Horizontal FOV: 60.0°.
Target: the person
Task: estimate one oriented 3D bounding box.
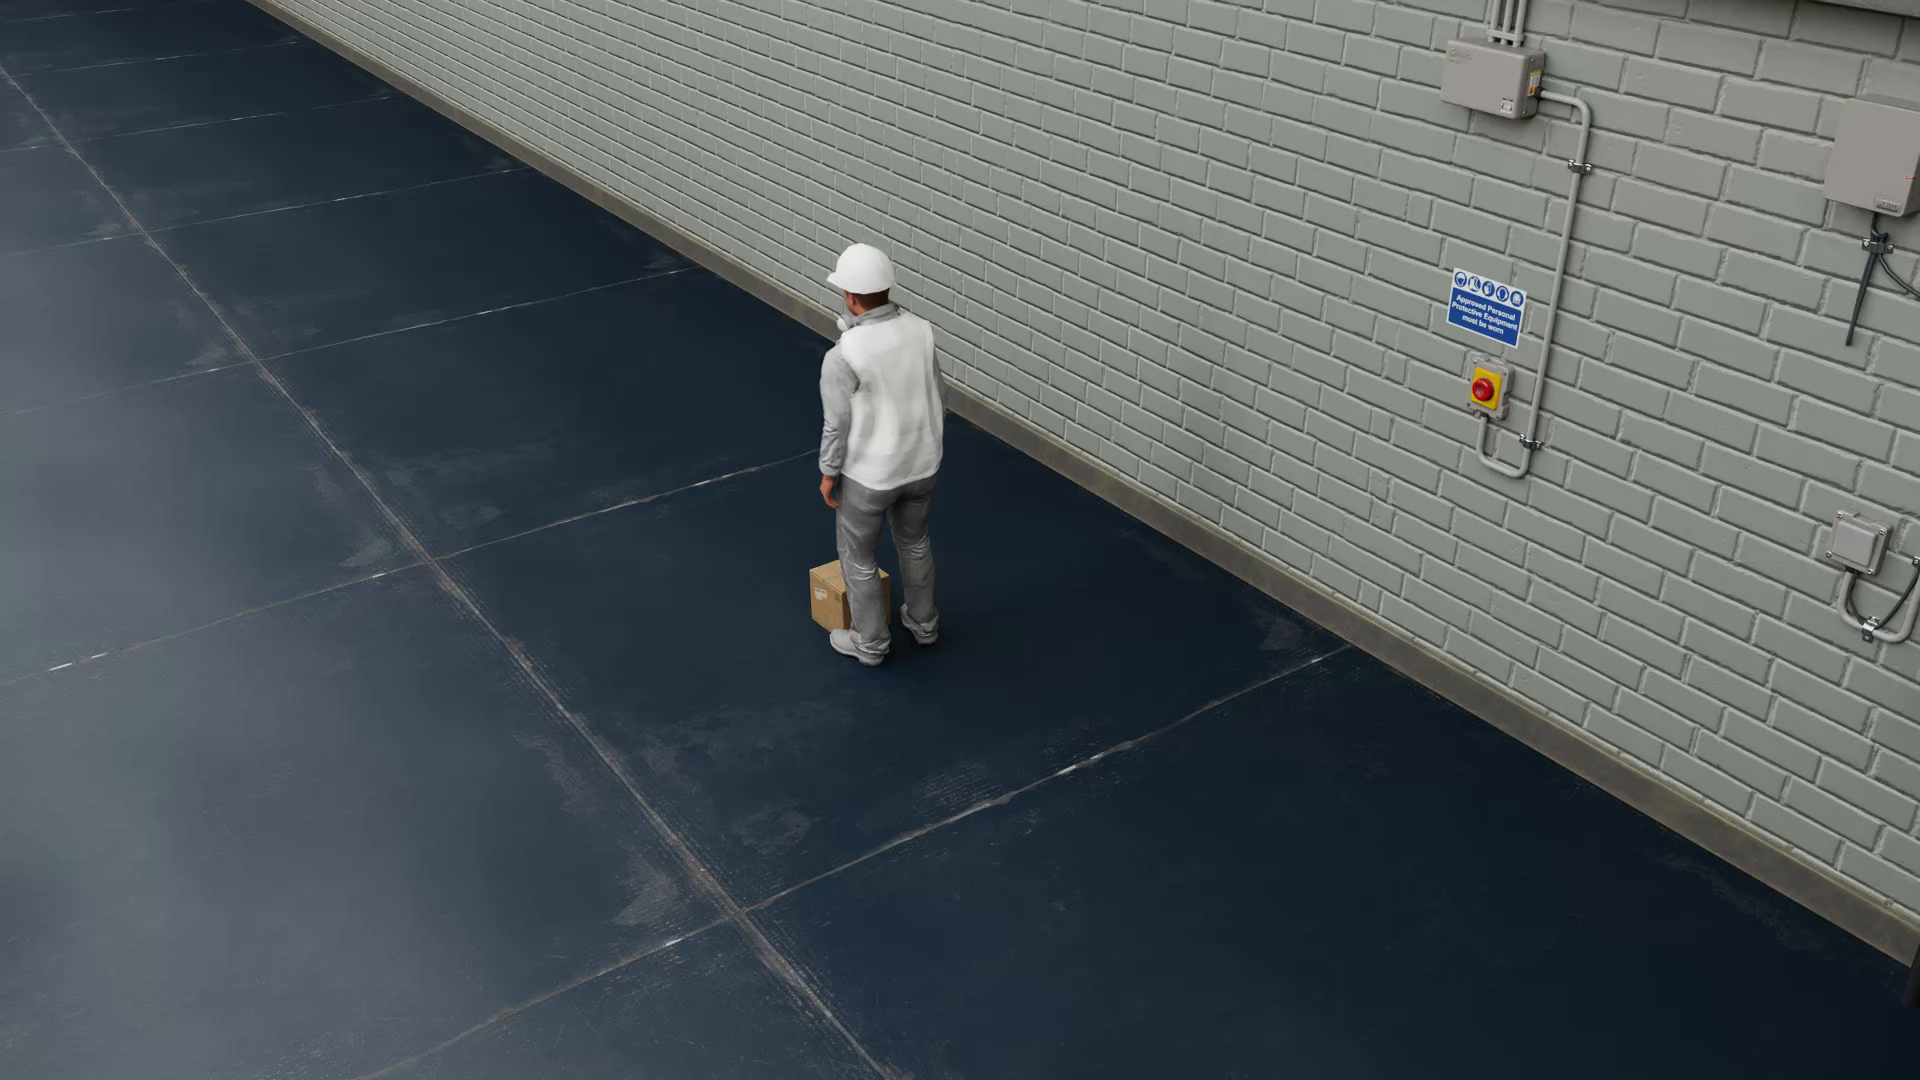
[{"bbox_3d":[-0.312,-0.321,6.693,0.580,1.767,0.461,-20,34,-32],"label":"person"}]
